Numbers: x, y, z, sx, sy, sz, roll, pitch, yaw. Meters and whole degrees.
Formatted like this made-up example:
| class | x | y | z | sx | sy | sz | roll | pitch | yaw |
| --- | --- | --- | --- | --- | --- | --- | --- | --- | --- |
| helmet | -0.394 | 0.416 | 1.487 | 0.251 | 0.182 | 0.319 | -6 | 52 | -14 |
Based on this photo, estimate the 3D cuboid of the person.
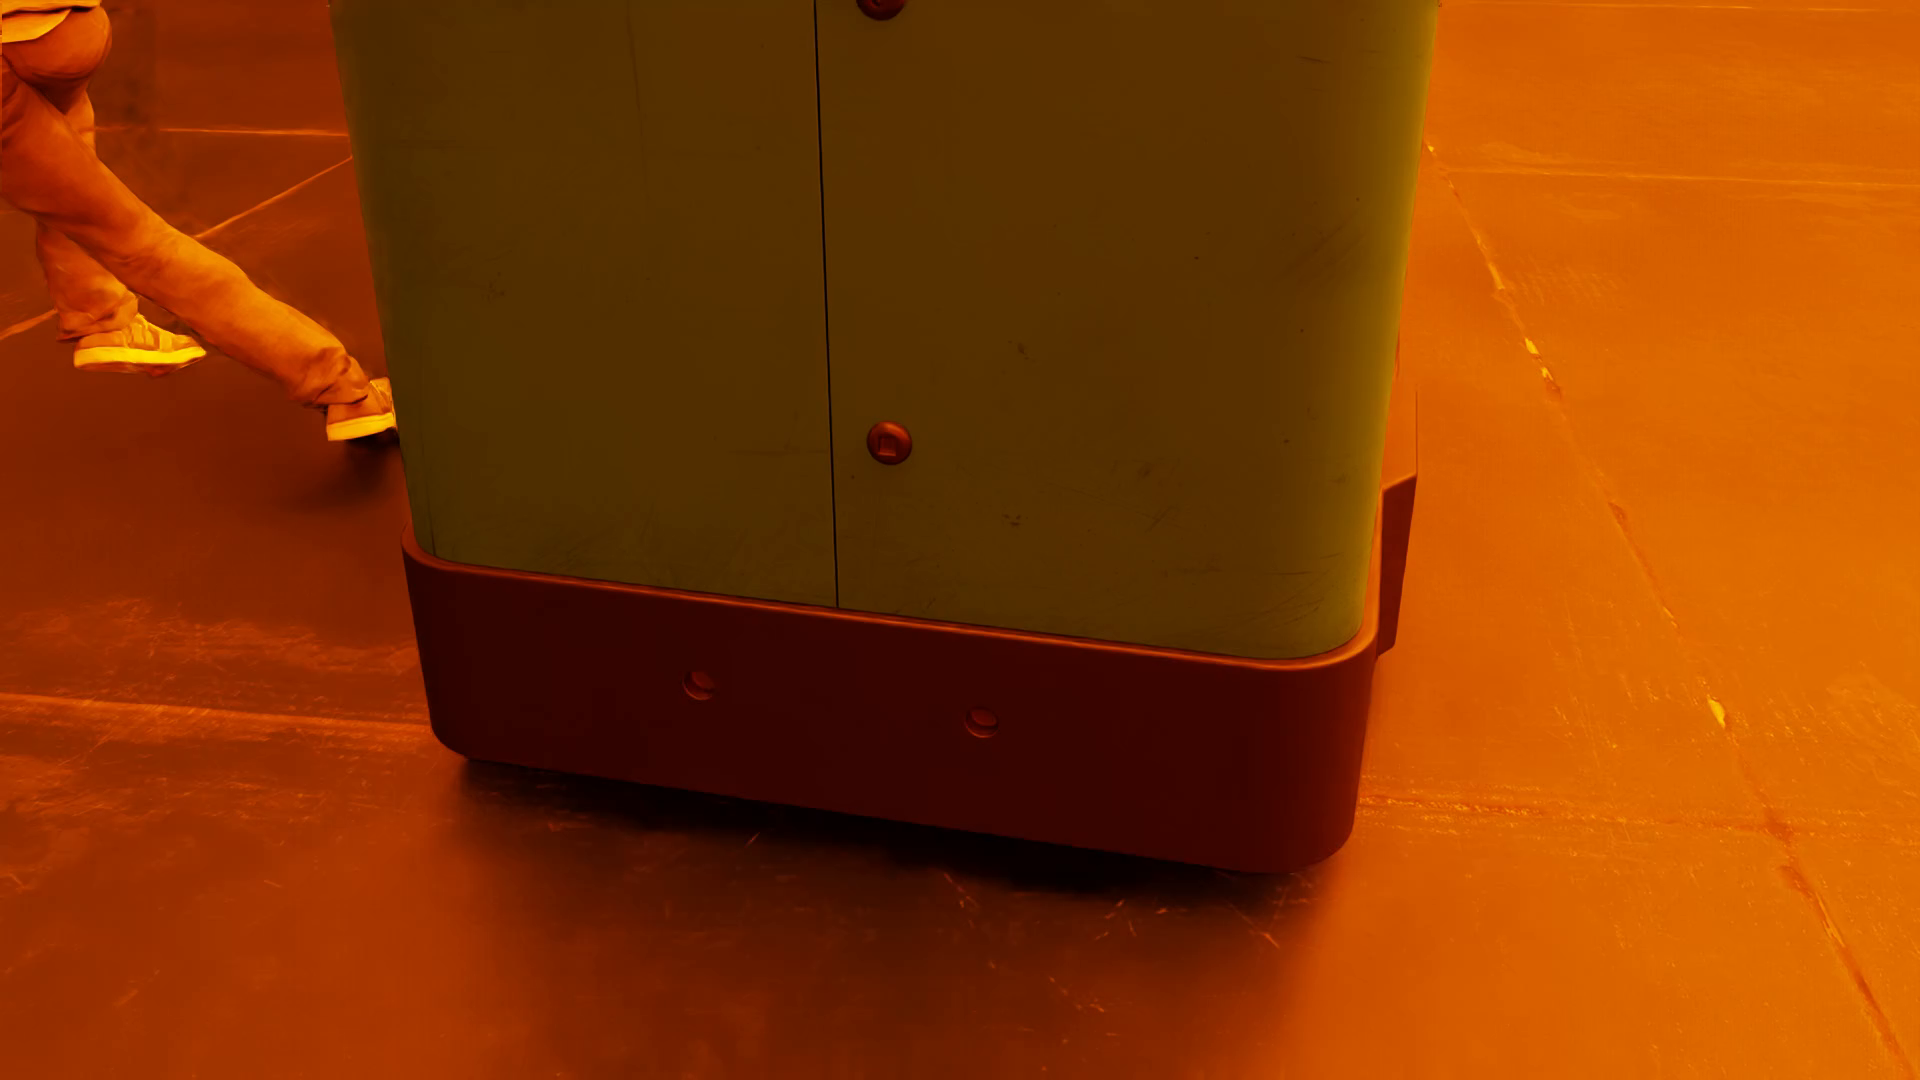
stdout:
| class | x | y | z | sx | sy | sz | roll | pitch | yaw |
| --- | --- | --- | --- | --- | --- | --- | --- | --- | --- |
| person | -1.374 | -0.850 | 2.638 | 0.846 | 1.359 | 0.867 | -9 | 28 | -18 |

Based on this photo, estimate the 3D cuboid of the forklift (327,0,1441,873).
| class | x | y | z | sx | sy | sz | roll | pitch | yaw |
| --- | --- | --- | --- | --- | --- | --- | --- | --- | --- |
| forklift | 0.234 | -1.615 | 2.453 | 1.130 | 2.935 | 3.031 | 6 | 27 | 12 |
